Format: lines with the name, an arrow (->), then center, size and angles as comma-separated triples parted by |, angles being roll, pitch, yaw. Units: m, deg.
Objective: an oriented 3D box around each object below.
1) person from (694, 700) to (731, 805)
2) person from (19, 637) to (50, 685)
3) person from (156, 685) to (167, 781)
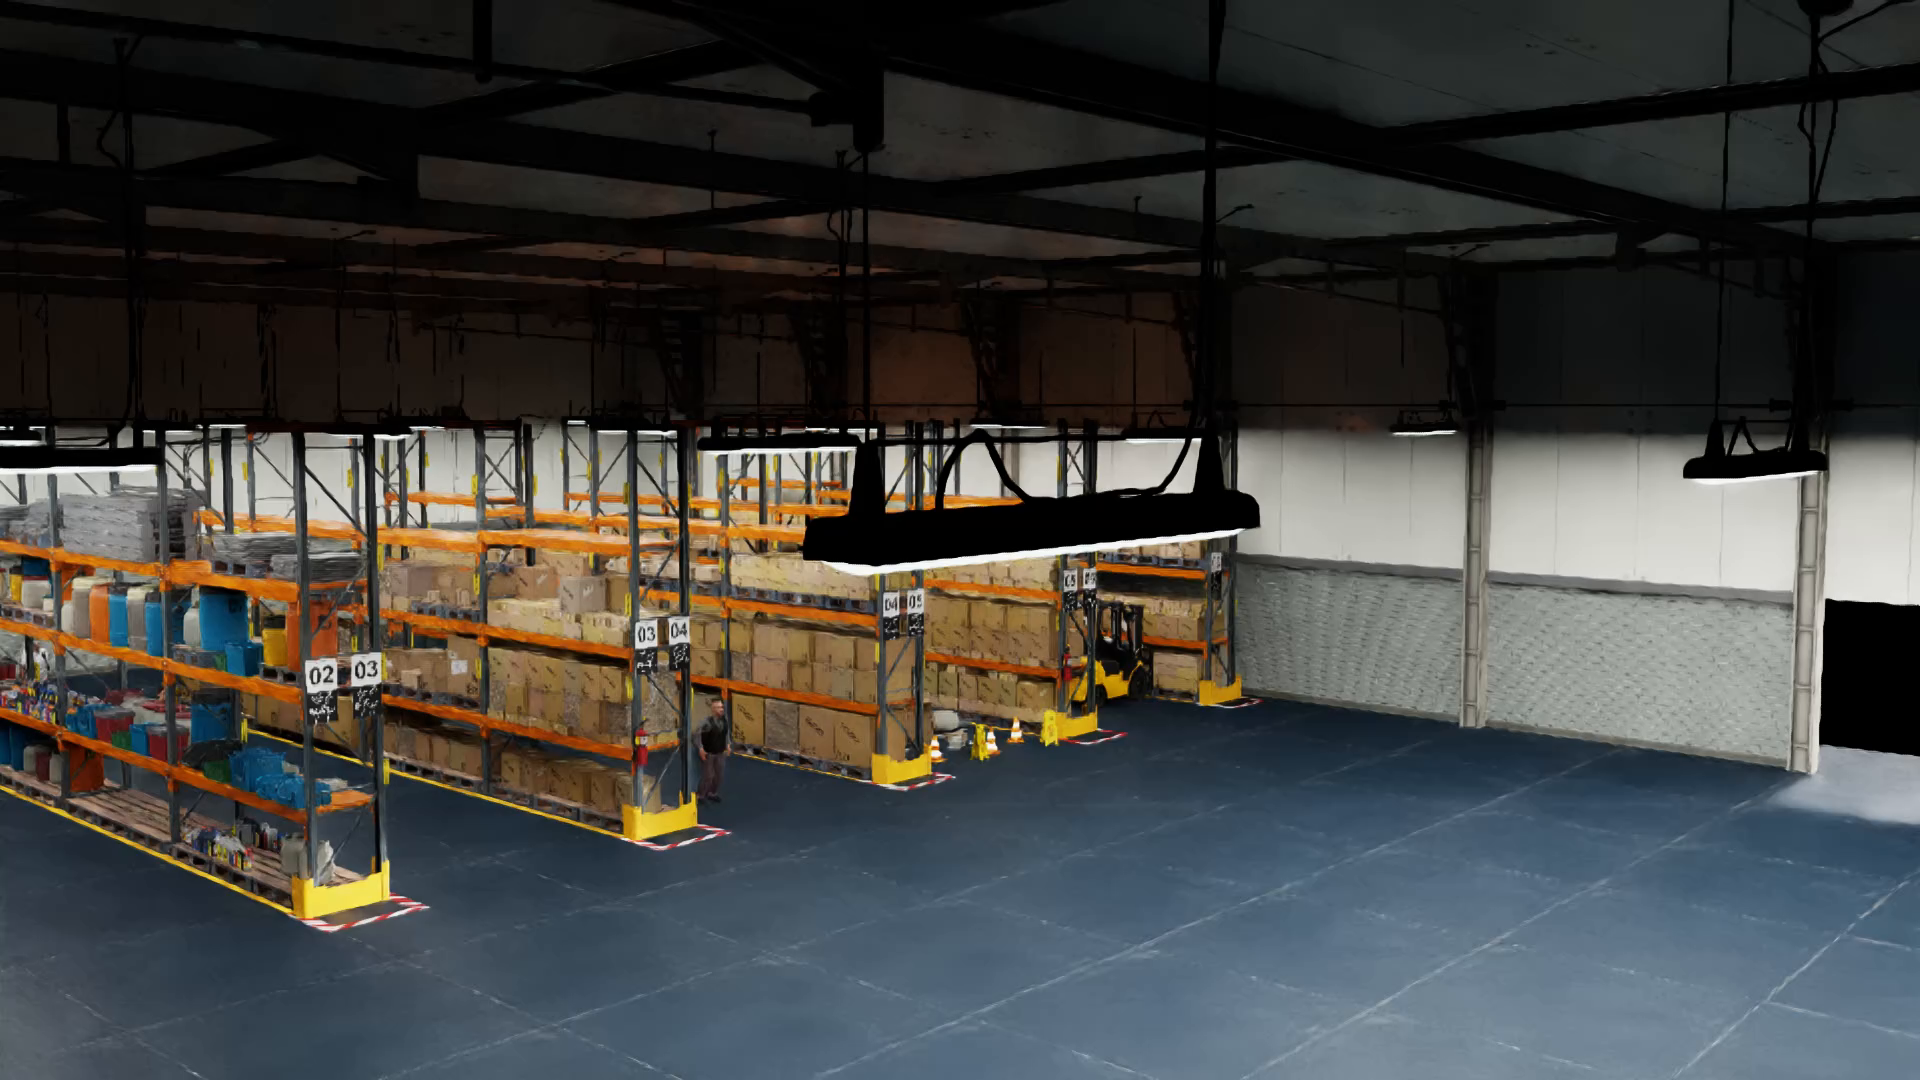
person -> -3.925, 3.352, 26.325 | 0.534, 1.674, 0.677 | 4, 6, 40
person -> -18.613, 2.745, 33.460 | 1.126, 1.675, 0.542 | 4, 6, 44
person -> -13.438, 3.226, 28.082 | 1.110, 1.591, 0.446 | 4, 6, 40
